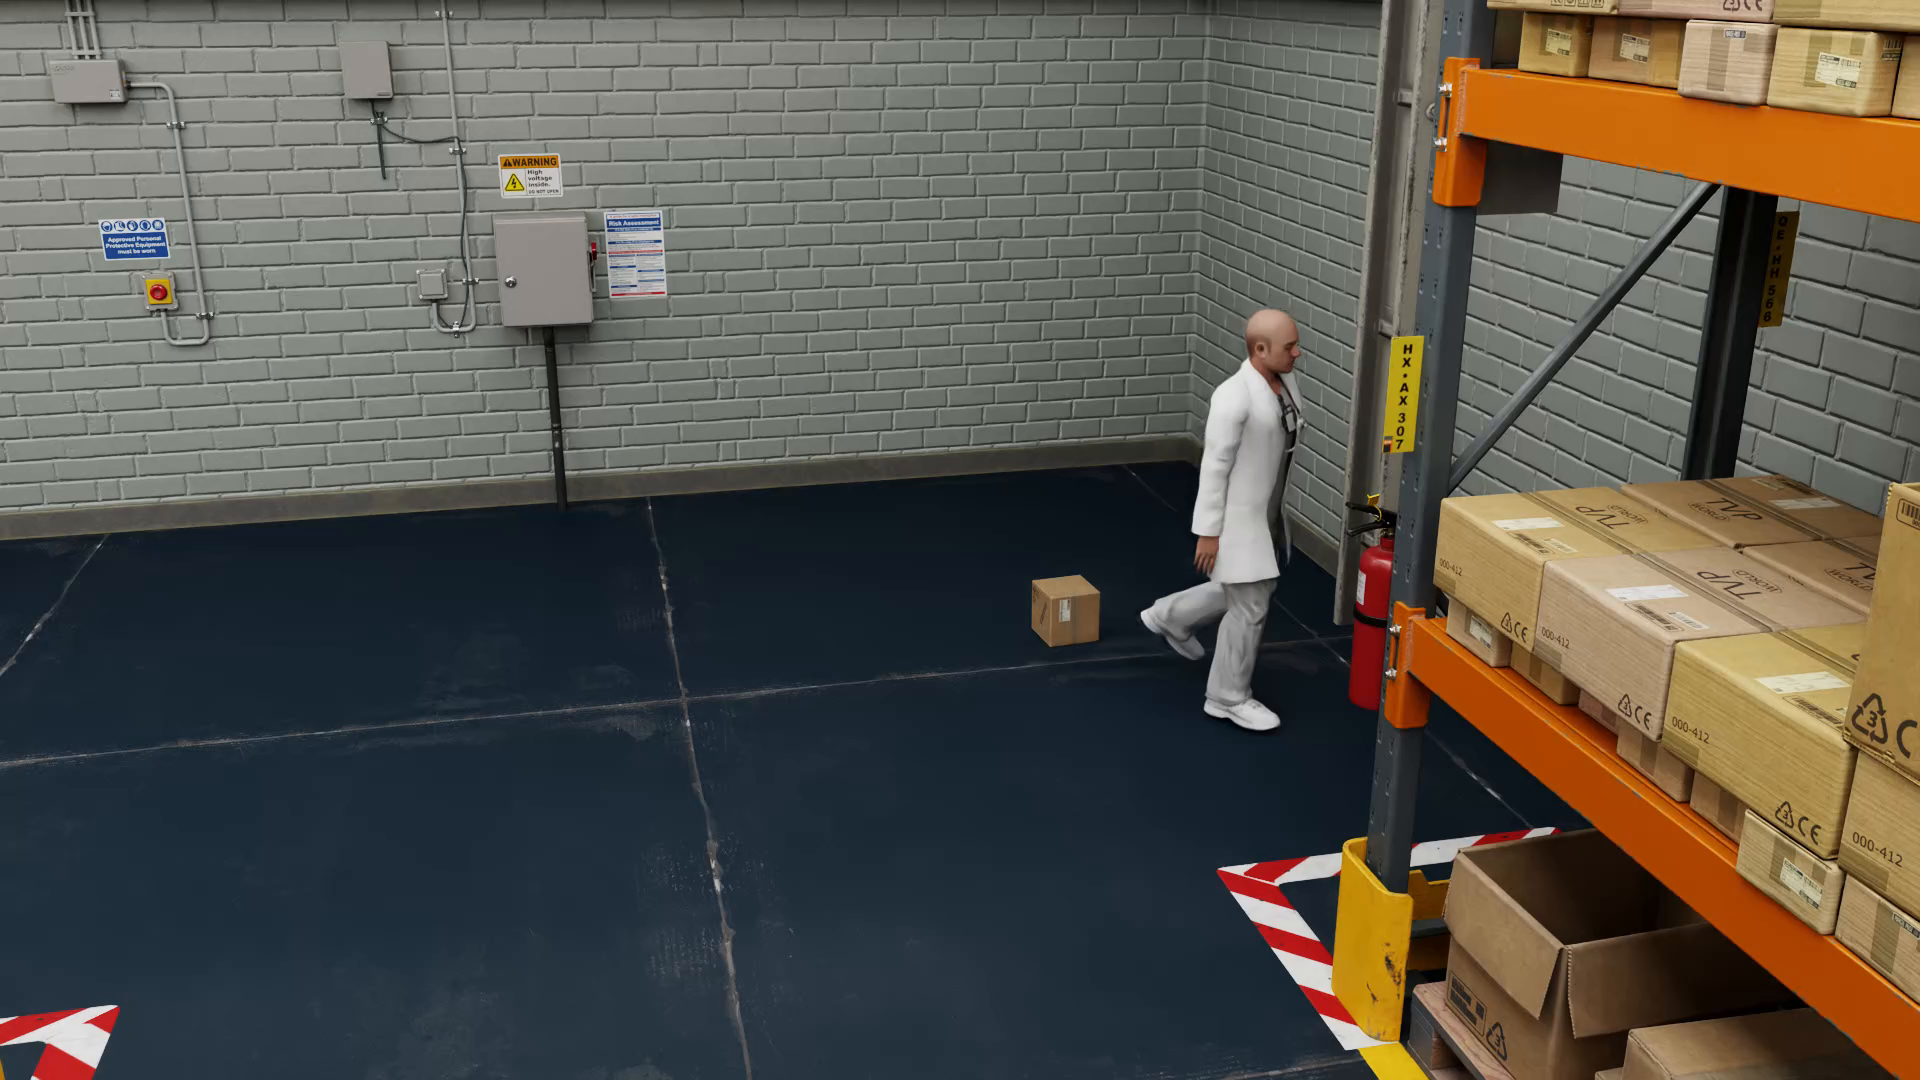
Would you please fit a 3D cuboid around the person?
[{"bbox_3d":[1.078,-0.124,6.922,0.781,1.752,0.626,14,24,34],"label":"person"}]
